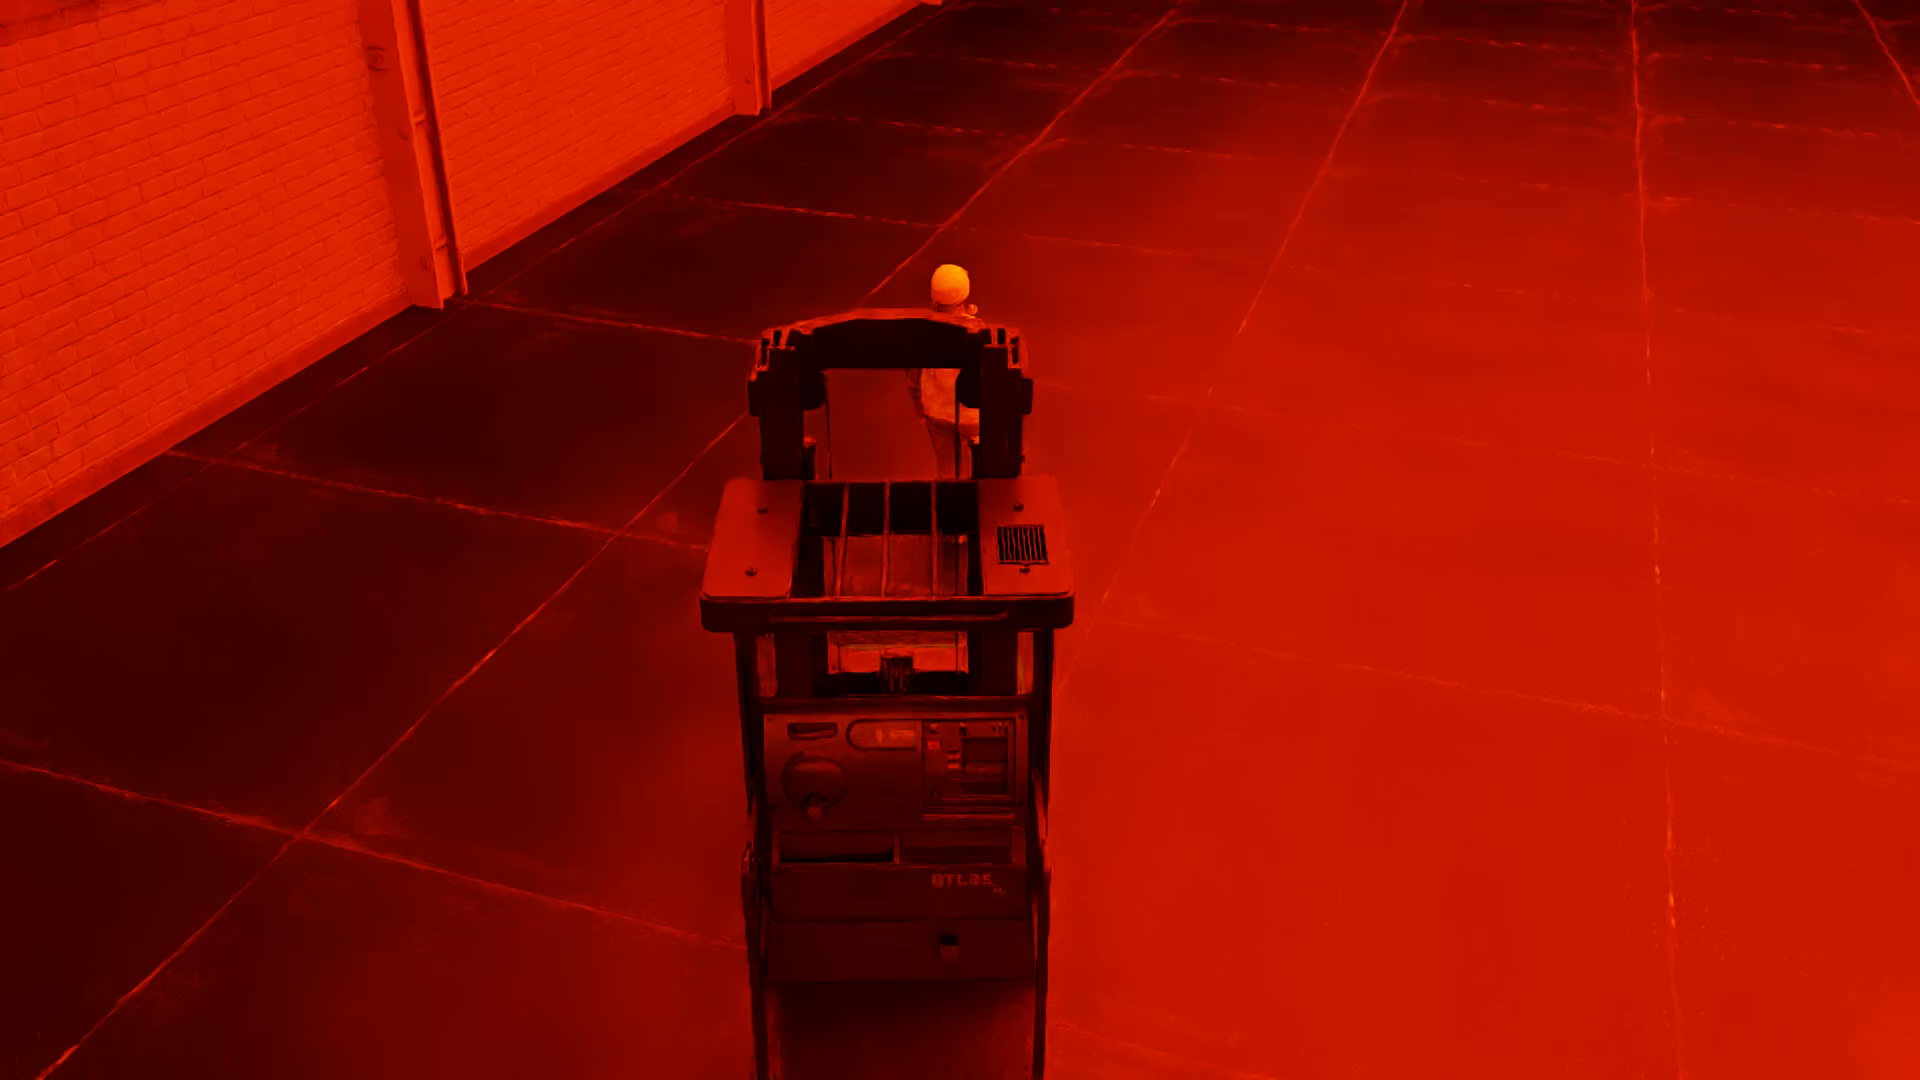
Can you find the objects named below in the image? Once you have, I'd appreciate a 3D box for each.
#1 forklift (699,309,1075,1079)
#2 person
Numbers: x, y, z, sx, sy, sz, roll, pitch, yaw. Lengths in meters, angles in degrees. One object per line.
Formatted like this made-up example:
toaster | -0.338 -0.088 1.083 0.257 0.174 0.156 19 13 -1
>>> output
forklift | -0.218 0.833 5.675 1.130 2.935 3.031 -1 30 -1
person | 0.028 -0.805 9.702 0.632 1.773 0.567 10 31 16
